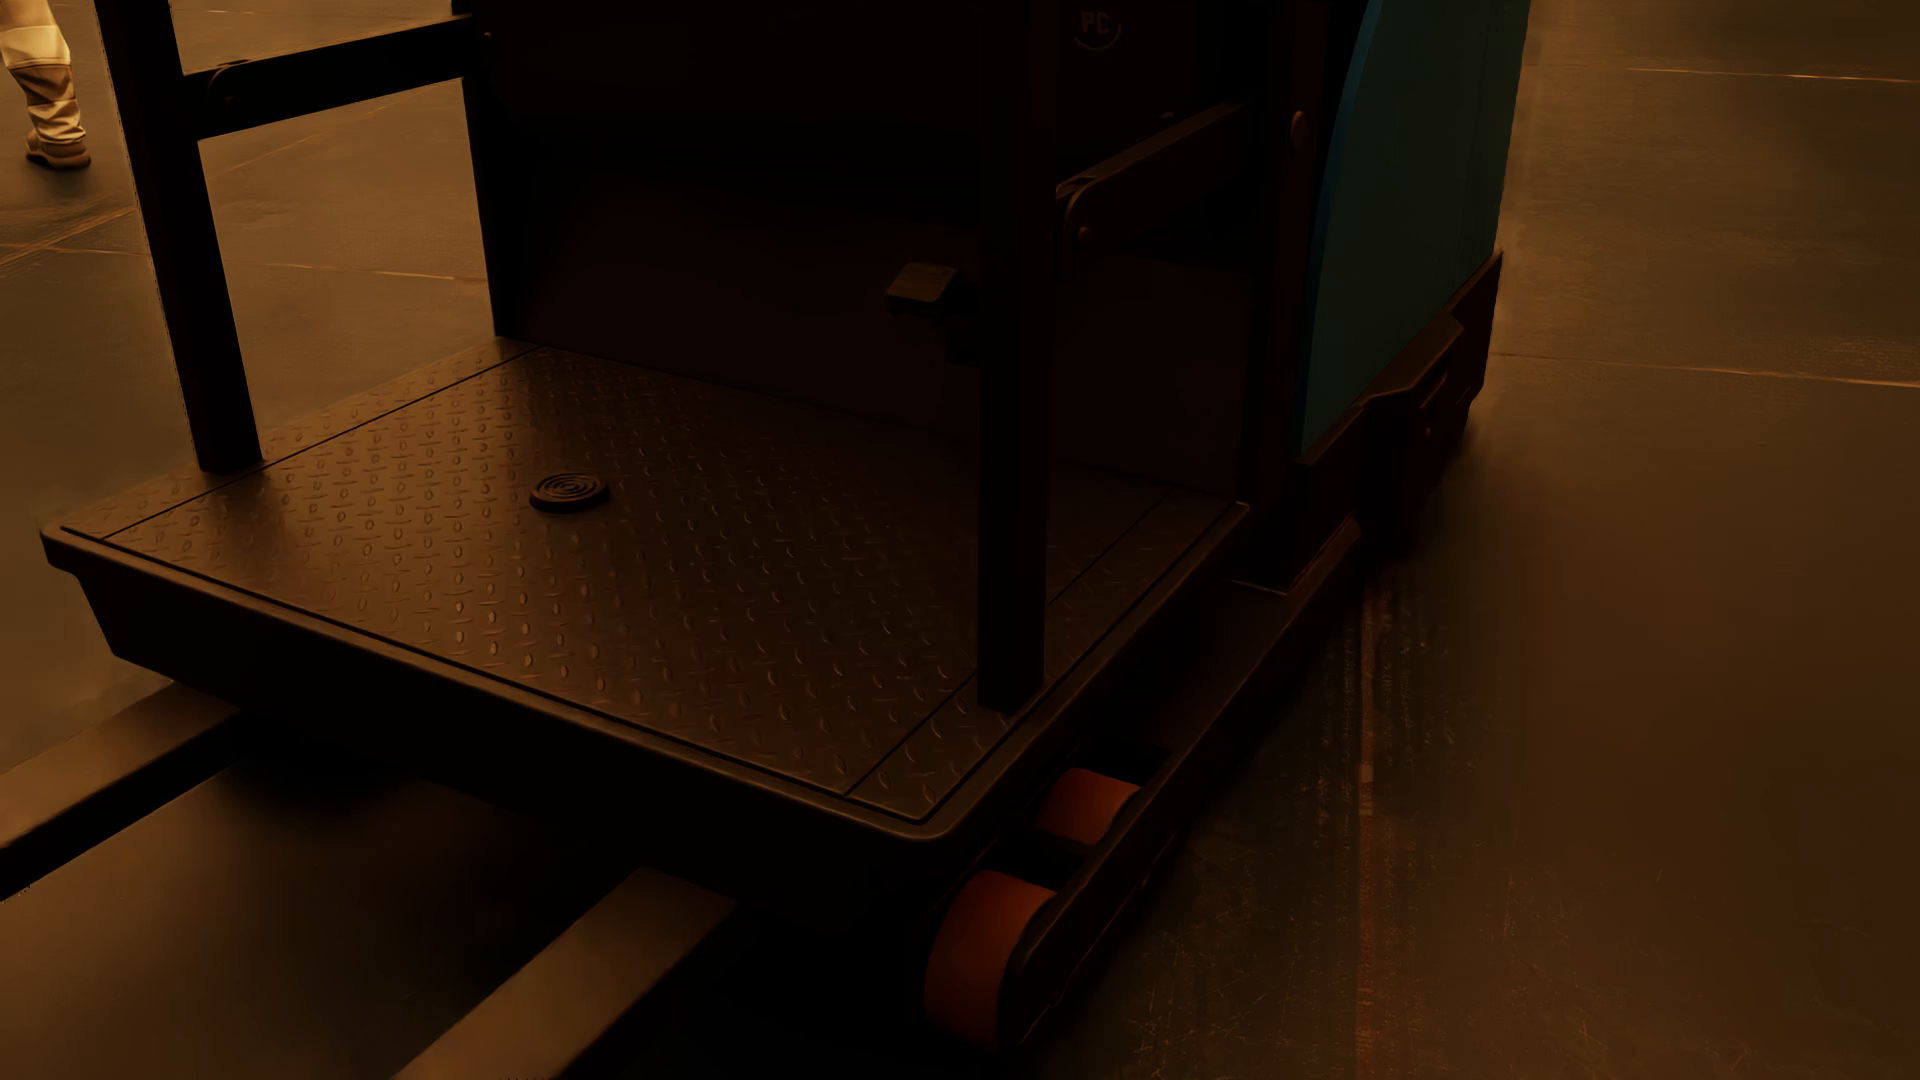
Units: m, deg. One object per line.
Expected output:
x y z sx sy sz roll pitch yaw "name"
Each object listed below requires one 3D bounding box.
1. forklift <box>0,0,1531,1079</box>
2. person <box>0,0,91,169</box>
-0.258 -1.065 1.358 1.130 2.935 3.031 14 30 26 "forklift"
-2.597 -1.800 4.114 0.458 1.789 0.612 22 34 37 "person"
